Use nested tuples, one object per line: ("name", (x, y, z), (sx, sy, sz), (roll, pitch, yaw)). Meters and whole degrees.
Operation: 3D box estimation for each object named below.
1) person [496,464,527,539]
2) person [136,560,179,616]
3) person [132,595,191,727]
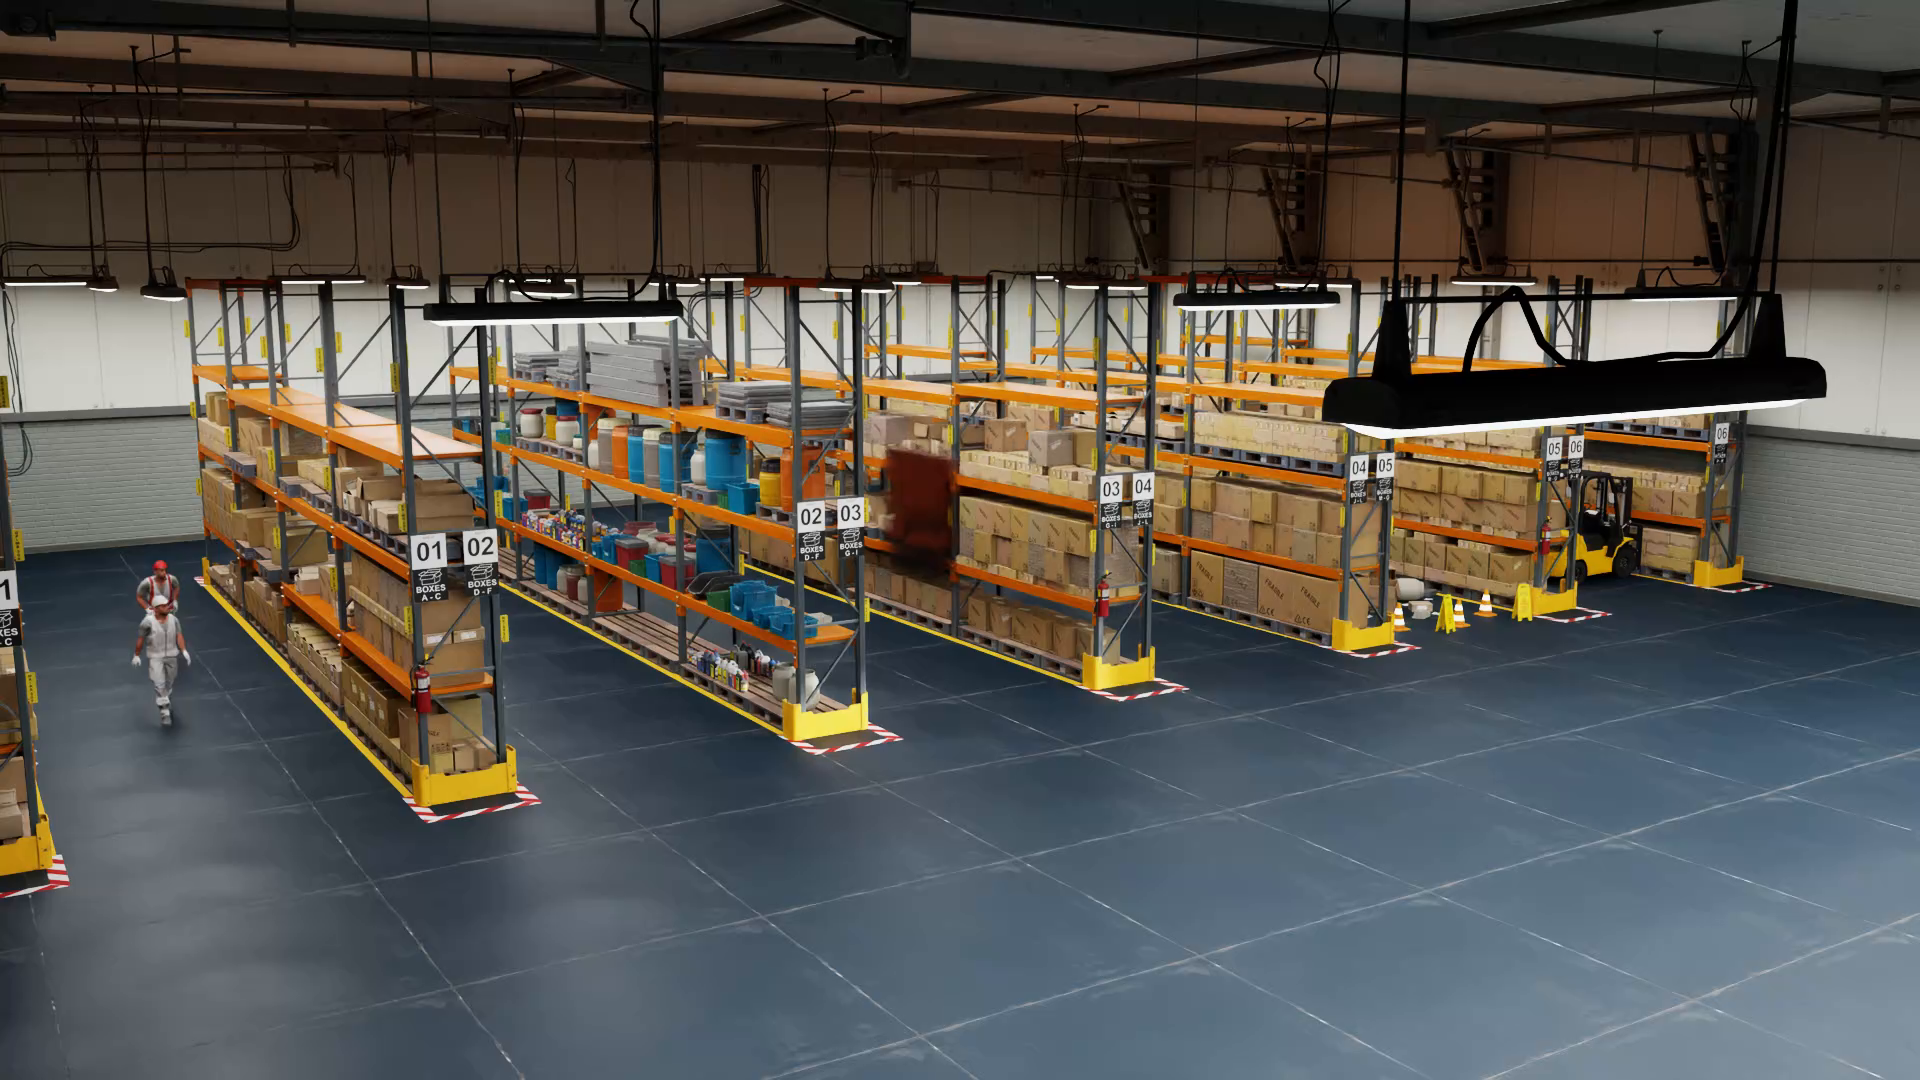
("person", (-10.324, -0.863, 37.827), (1.090, 1.734, 0.560), (-4, 10, -21))
("person", (-12.665, 1.127, 26.292), (0.622, 1.681, 0.643), (-4, 10, -24))
("person", (-11.034, 1.622, 22.991), (0.691, 1.738, 1.025), (-8, 13, -40))
